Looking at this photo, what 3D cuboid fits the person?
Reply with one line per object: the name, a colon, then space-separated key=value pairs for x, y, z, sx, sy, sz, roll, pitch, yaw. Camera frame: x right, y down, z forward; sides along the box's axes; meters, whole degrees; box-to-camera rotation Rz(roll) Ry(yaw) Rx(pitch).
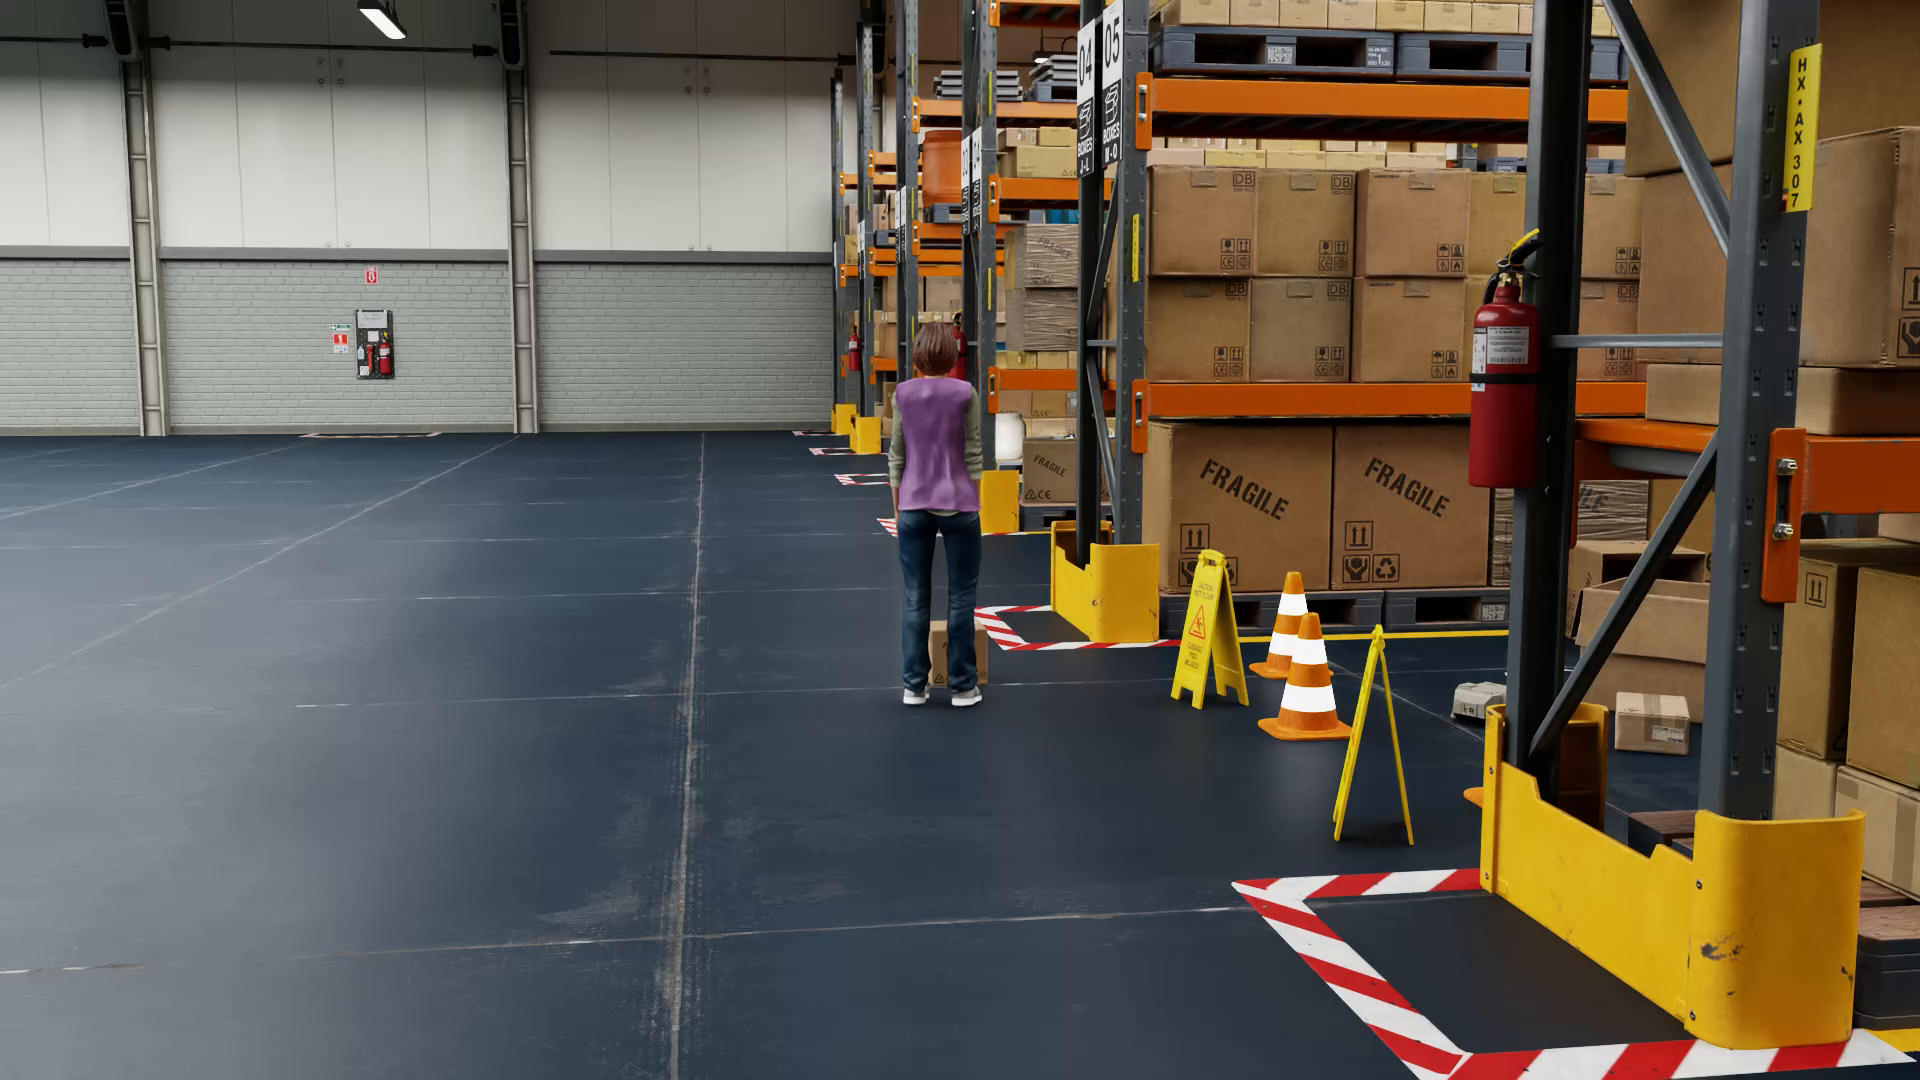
person: x=-0.101 y=-0.105 z=6.921 sx=0.404 sy=1.600 sz=0.307 roll=1 pitch=7 yaw=9
